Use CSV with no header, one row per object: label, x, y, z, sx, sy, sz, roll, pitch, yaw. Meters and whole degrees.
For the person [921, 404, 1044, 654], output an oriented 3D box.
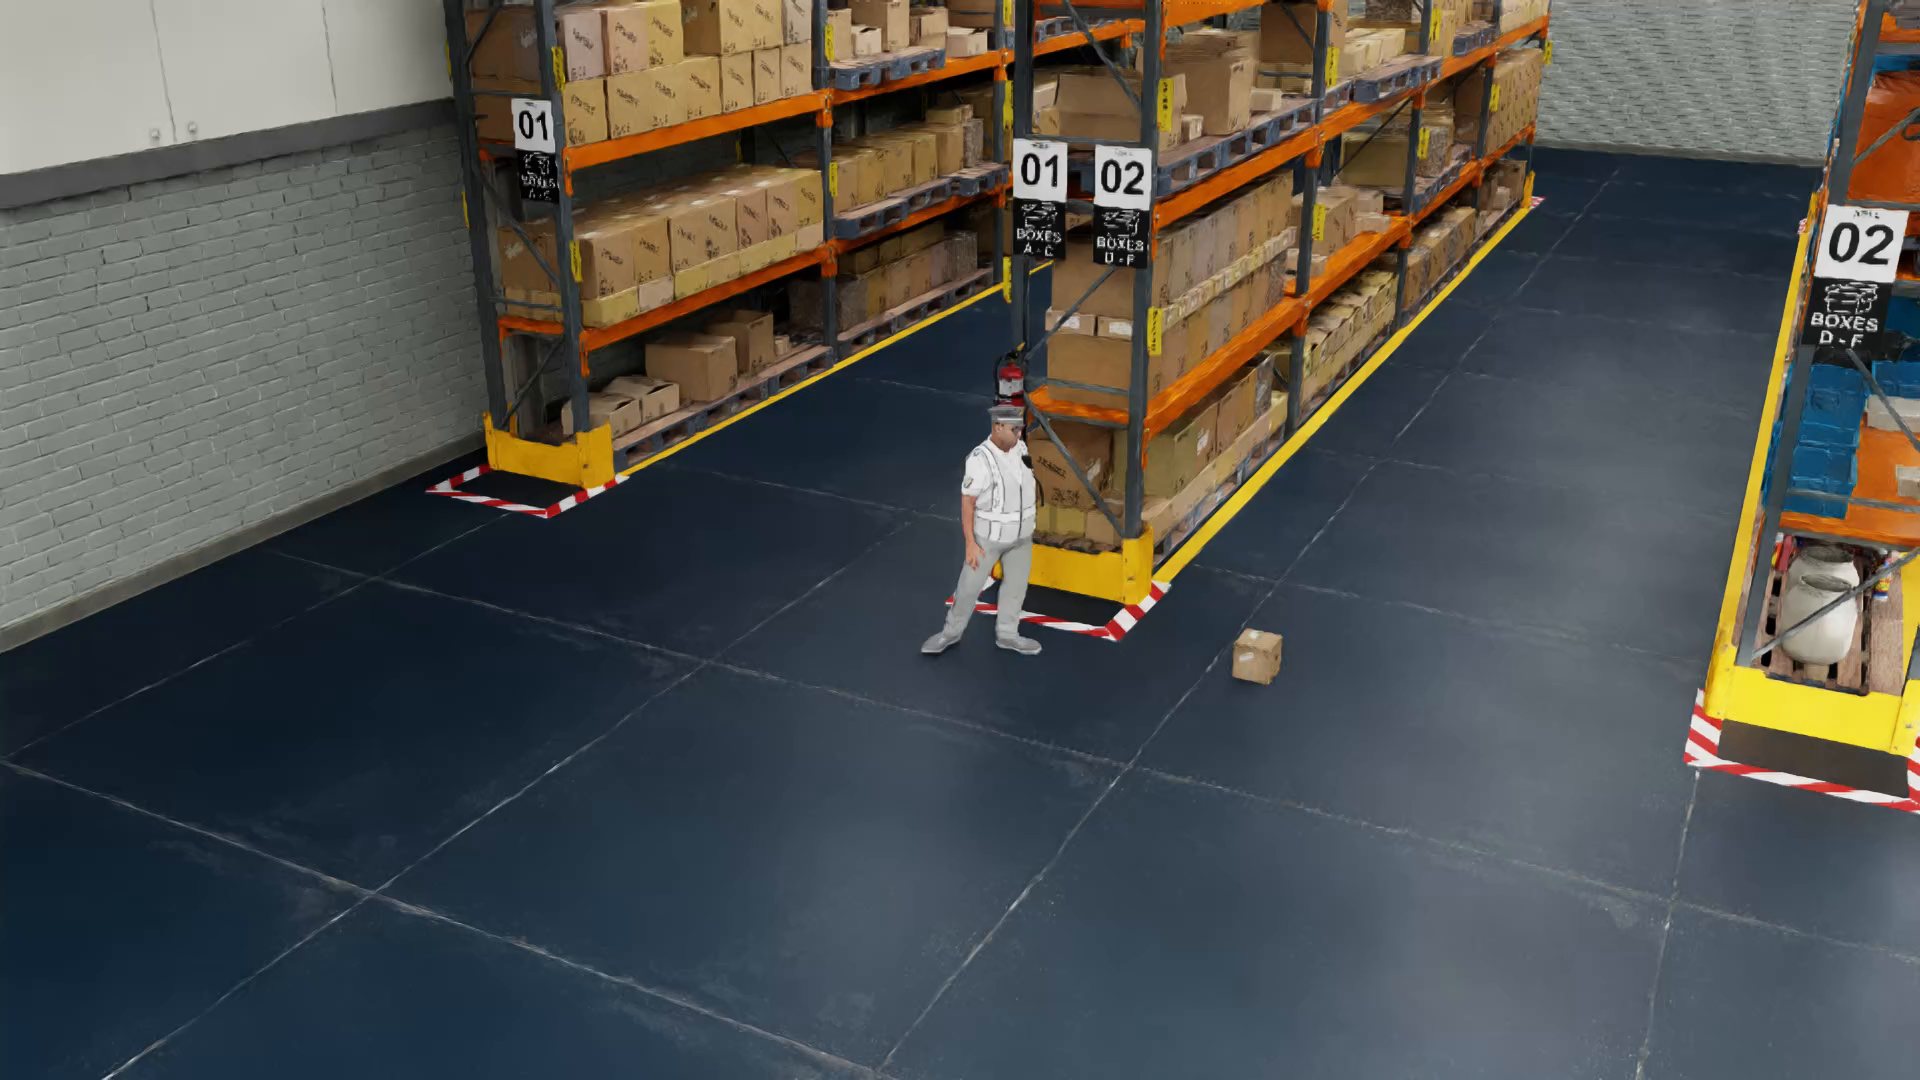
person,0.145,-0.043,10.847,0.728,1.746,0.518,-15,27,-31
